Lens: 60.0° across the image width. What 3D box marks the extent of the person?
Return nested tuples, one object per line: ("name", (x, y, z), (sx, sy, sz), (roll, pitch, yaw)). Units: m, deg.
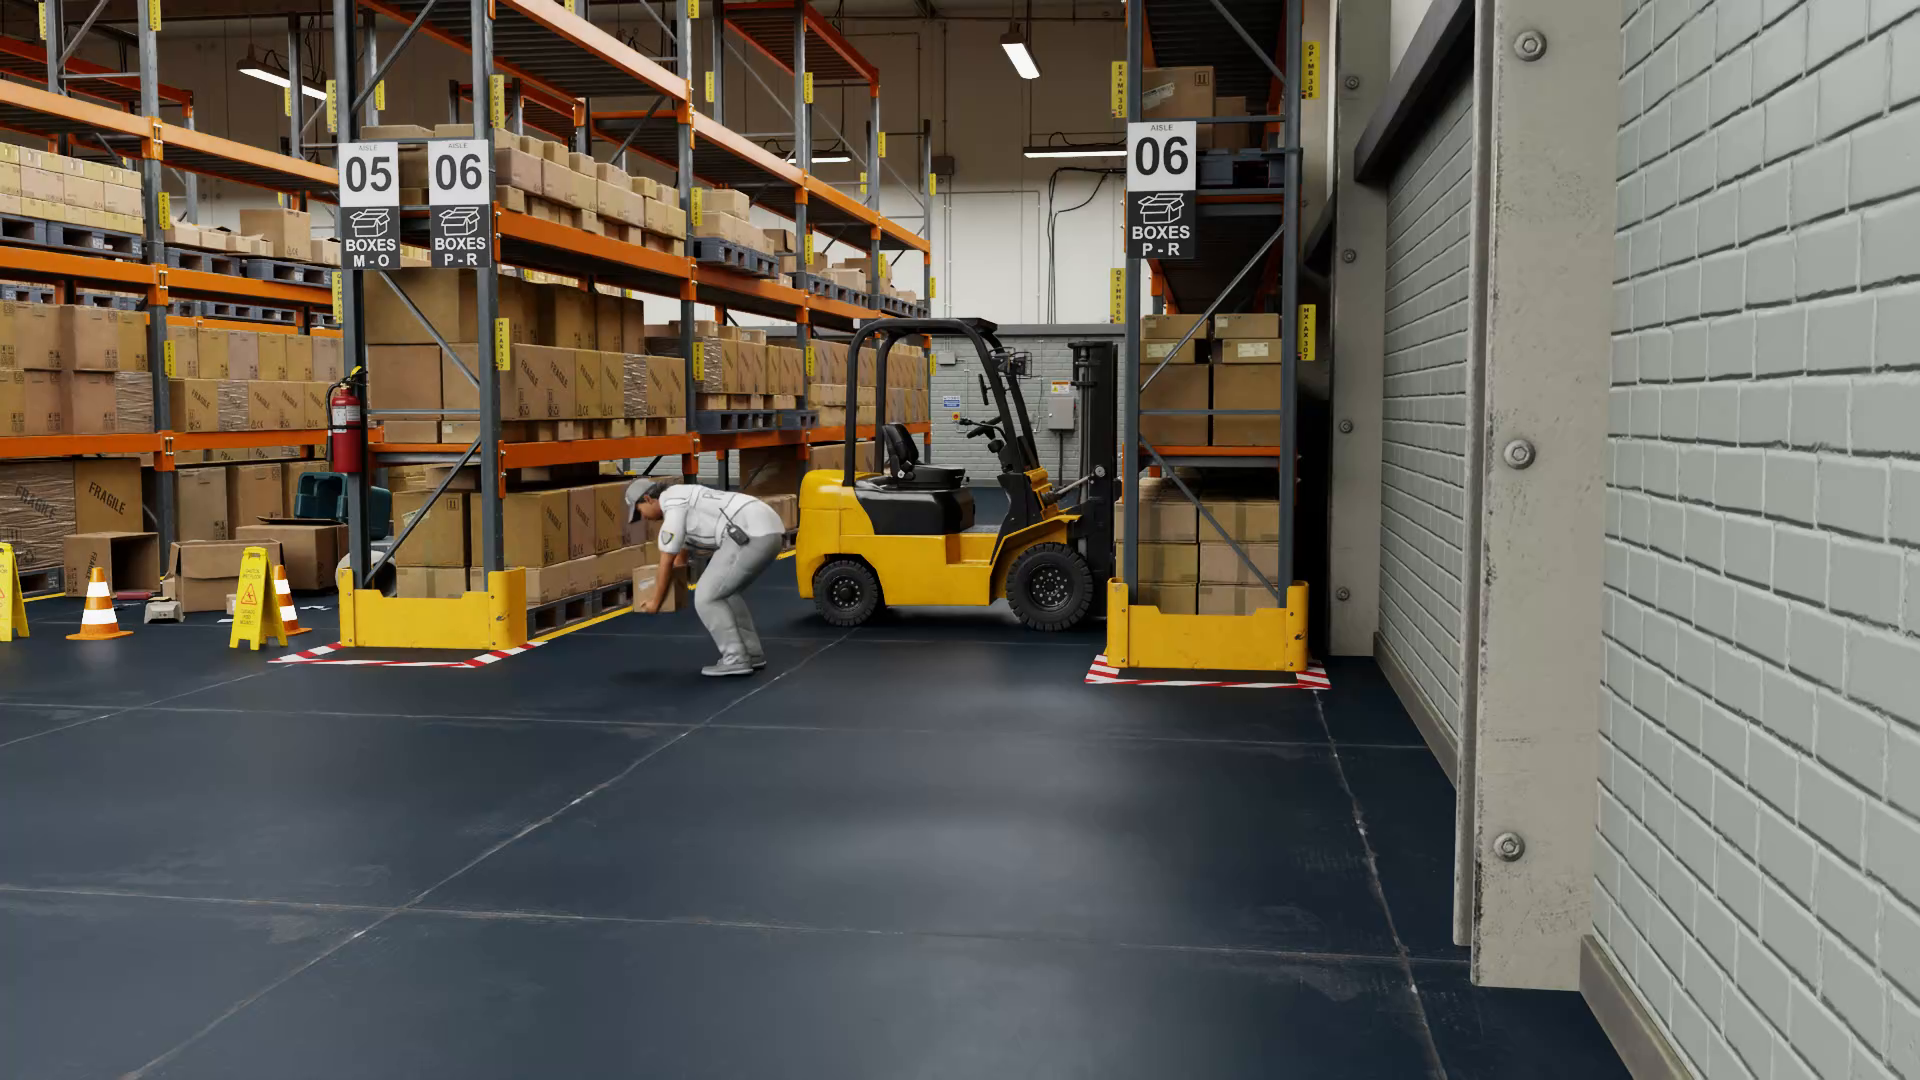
("person", (-1.362, 0.193, 9.661), (0.683, 1.029, 0.495), (0, 5, 6))
